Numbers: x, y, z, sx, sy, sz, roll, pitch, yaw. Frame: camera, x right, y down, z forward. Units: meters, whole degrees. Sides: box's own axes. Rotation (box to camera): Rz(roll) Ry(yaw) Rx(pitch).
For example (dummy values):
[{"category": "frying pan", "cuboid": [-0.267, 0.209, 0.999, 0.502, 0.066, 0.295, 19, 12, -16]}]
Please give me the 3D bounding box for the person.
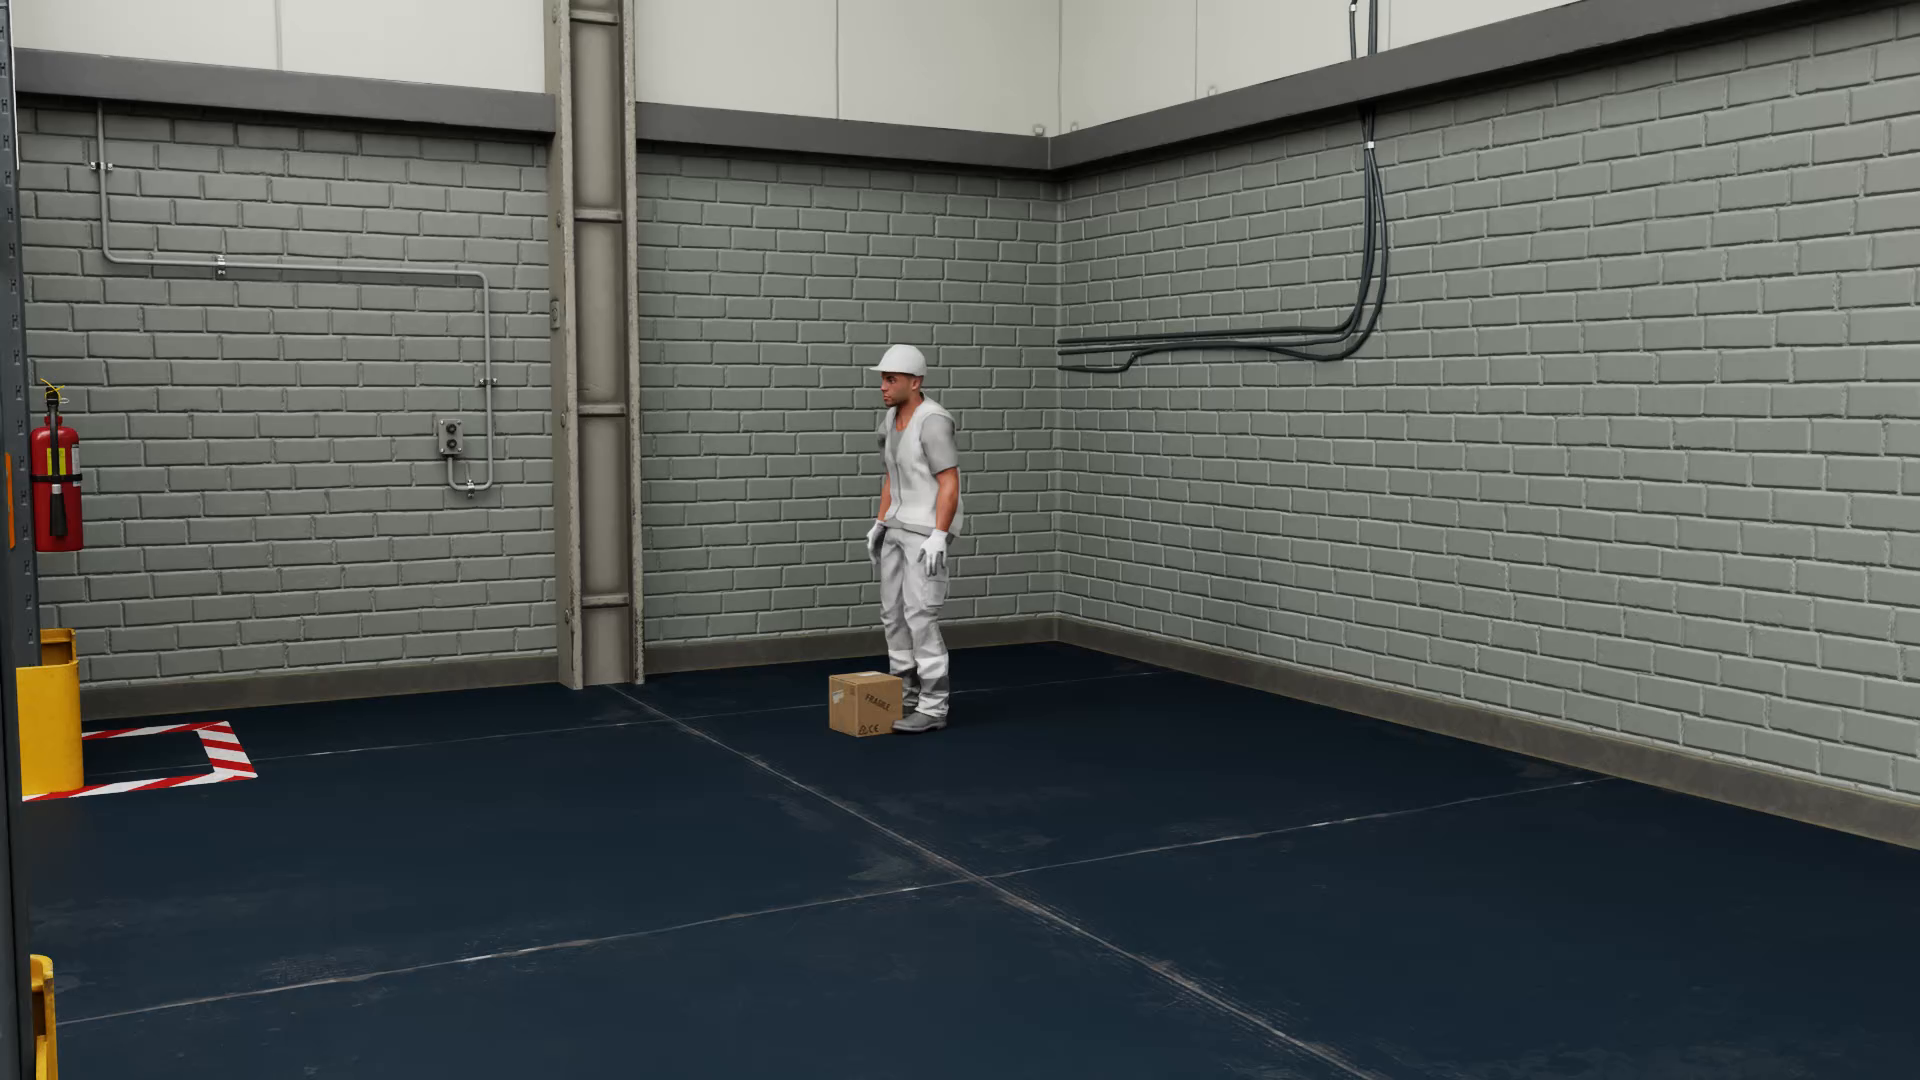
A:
[{"category": "person", "cuboid": [-0.224, -0.011, 7.724, 0.445, 1.781, 0.622, -3, 6, -31]}]
